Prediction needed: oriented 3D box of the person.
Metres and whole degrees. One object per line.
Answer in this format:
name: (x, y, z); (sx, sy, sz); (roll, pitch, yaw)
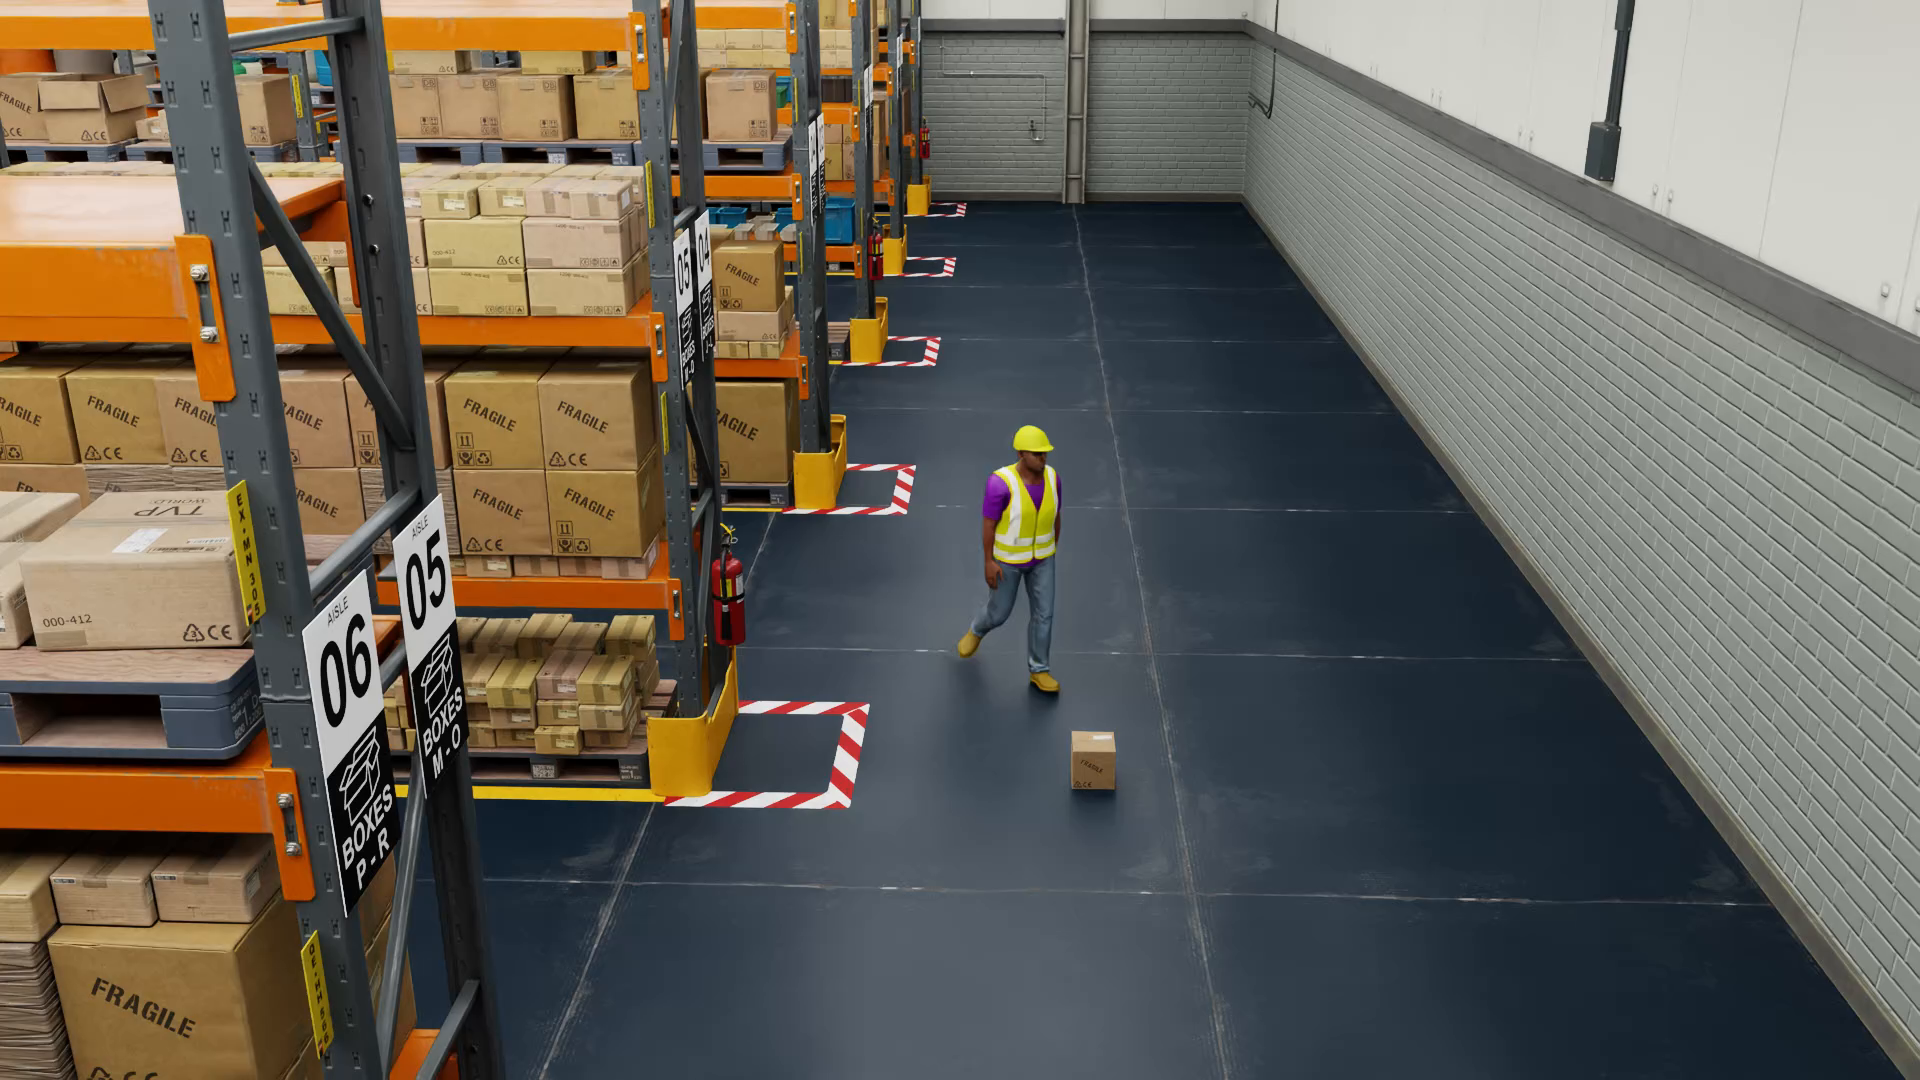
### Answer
person: (0.369, 0.082, 10.791); (0.593, 1.760, 0.804); (-9, 22, -23)
